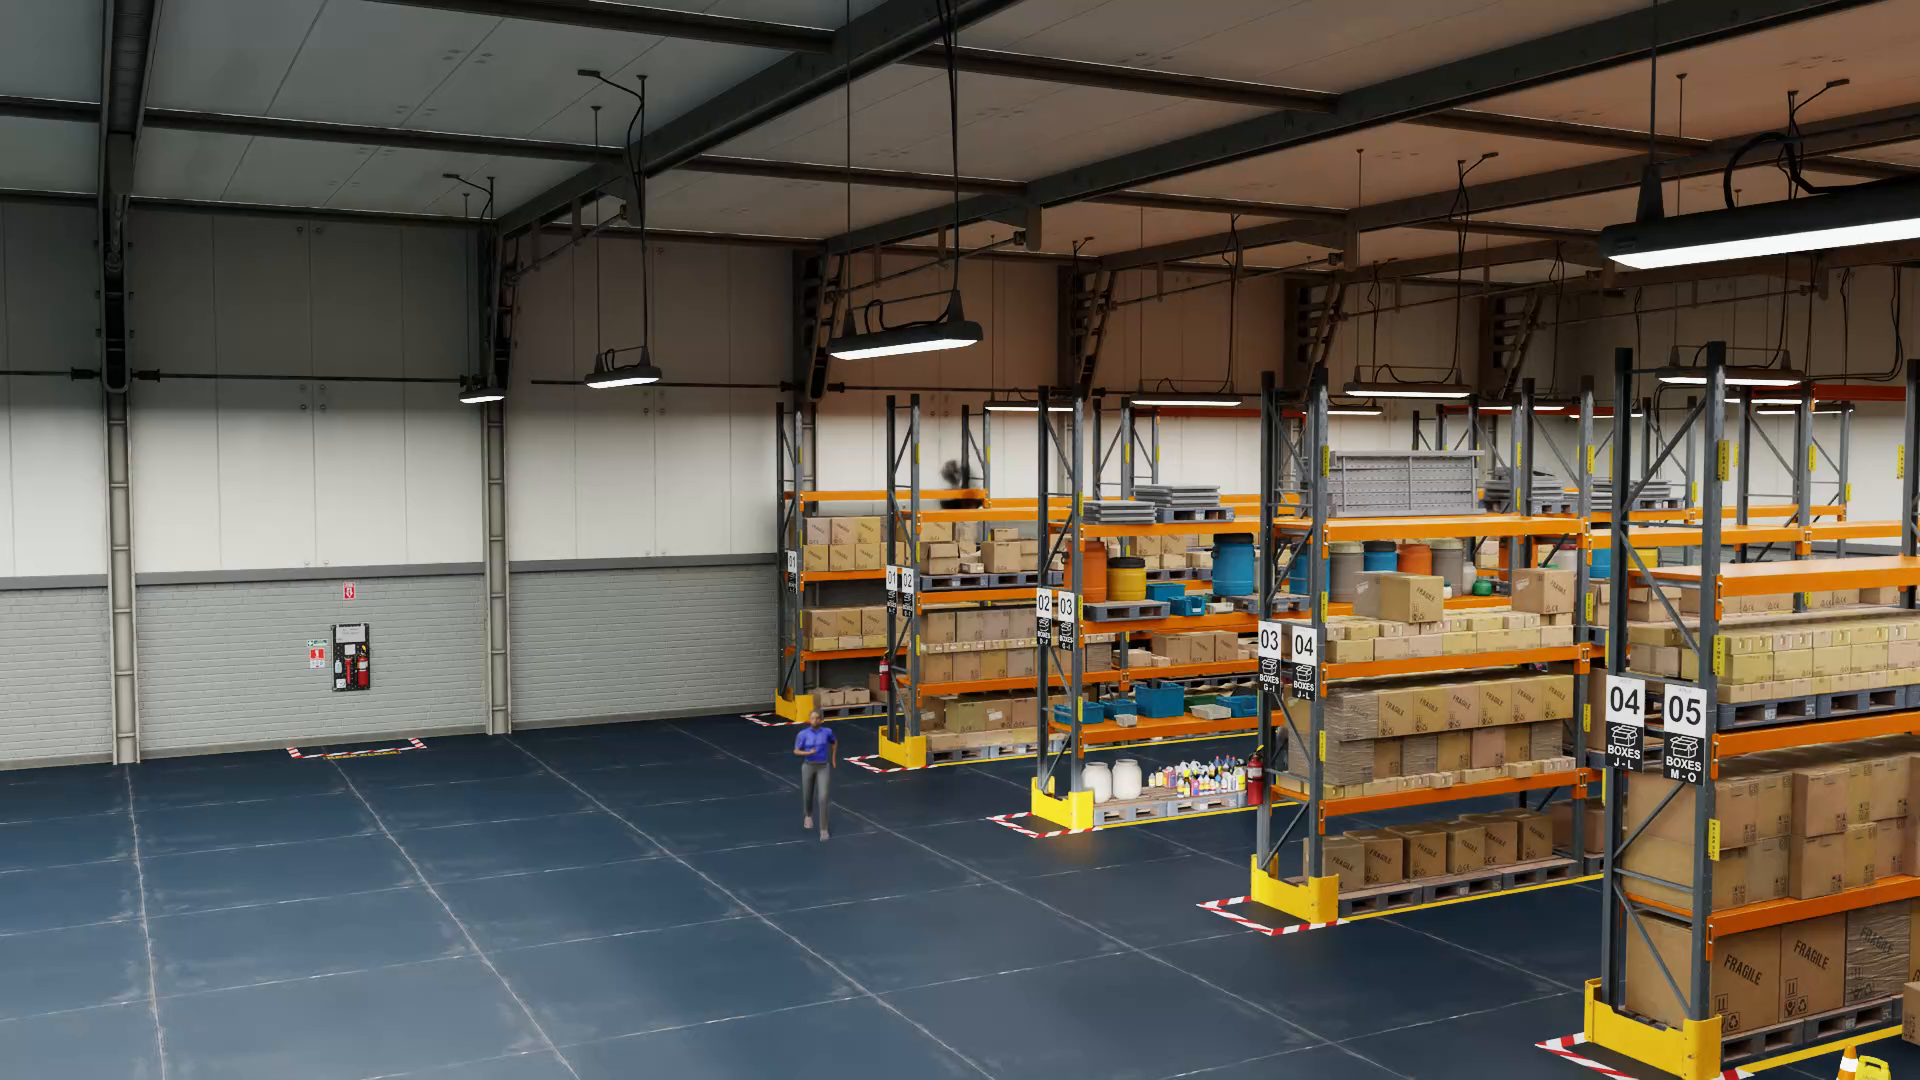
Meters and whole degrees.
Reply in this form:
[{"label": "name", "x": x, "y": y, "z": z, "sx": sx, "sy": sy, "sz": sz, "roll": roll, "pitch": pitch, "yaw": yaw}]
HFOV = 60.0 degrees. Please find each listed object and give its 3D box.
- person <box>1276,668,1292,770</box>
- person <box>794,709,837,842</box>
[{"label": "person", "x": 5.213, "y": 2.784, "z": 26.653, "sx": 0.686, "sy": 1.788, "sz": 0.661, "roll": -1, "pitch": 4, "yaw": -25}, {"label": "person", "x": -1.907, "y": 3.083, "z": 22.029, "sx": 0.577, "sy": 1.666, "sz": 0.887, "roll": 0, "pitch": 3, "yaw": -8}]
